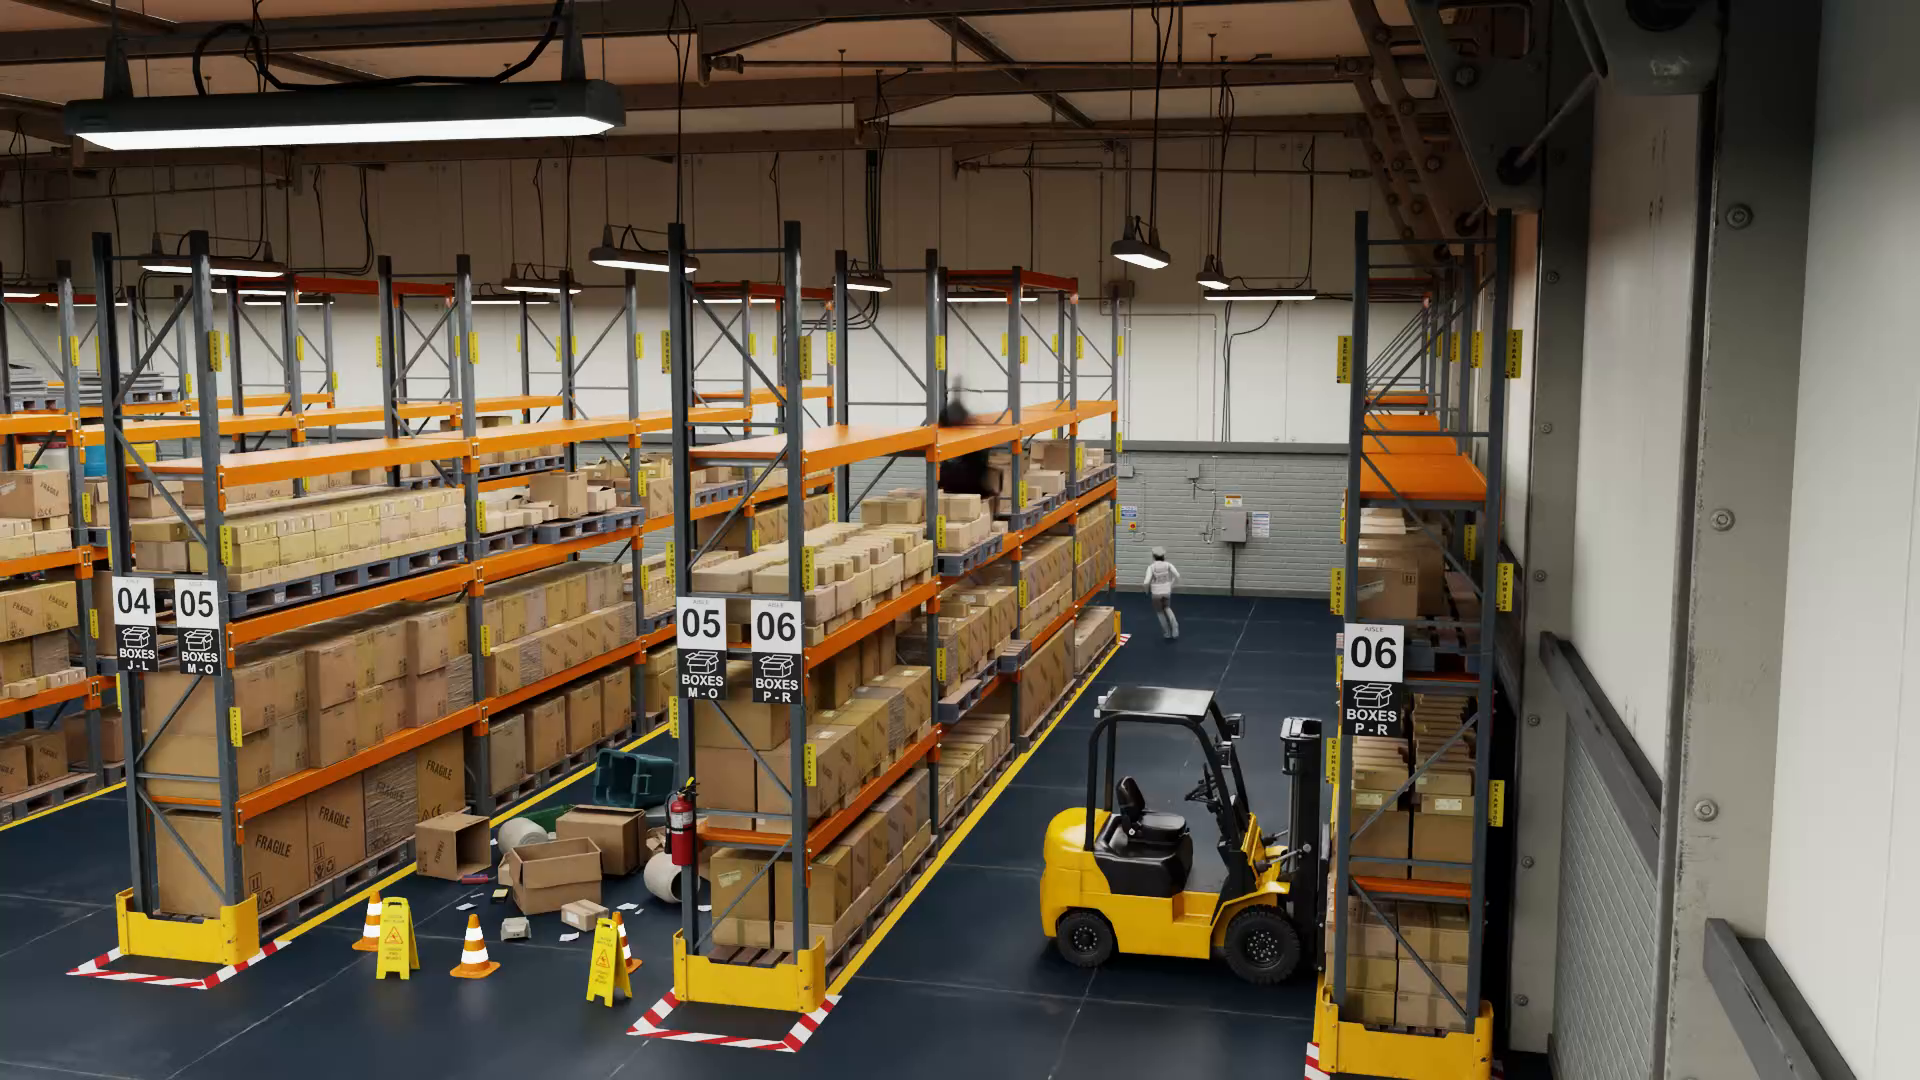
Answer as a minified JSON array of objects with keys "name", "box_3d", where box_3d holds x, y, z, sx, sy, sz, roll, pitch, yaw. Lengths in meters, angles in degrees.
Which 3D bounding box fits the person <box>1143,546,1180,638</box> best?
[{"name":"person","box_3d":[3.421,0.891,28.492,0.653,1.609,0.536,-1,7,-9]}]

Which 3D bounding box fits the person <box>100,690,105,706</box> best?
[{"name":"person","box_3d":[-11.383,1.558,22.296,0.682,1.803,0.879,1,7,5]}]
